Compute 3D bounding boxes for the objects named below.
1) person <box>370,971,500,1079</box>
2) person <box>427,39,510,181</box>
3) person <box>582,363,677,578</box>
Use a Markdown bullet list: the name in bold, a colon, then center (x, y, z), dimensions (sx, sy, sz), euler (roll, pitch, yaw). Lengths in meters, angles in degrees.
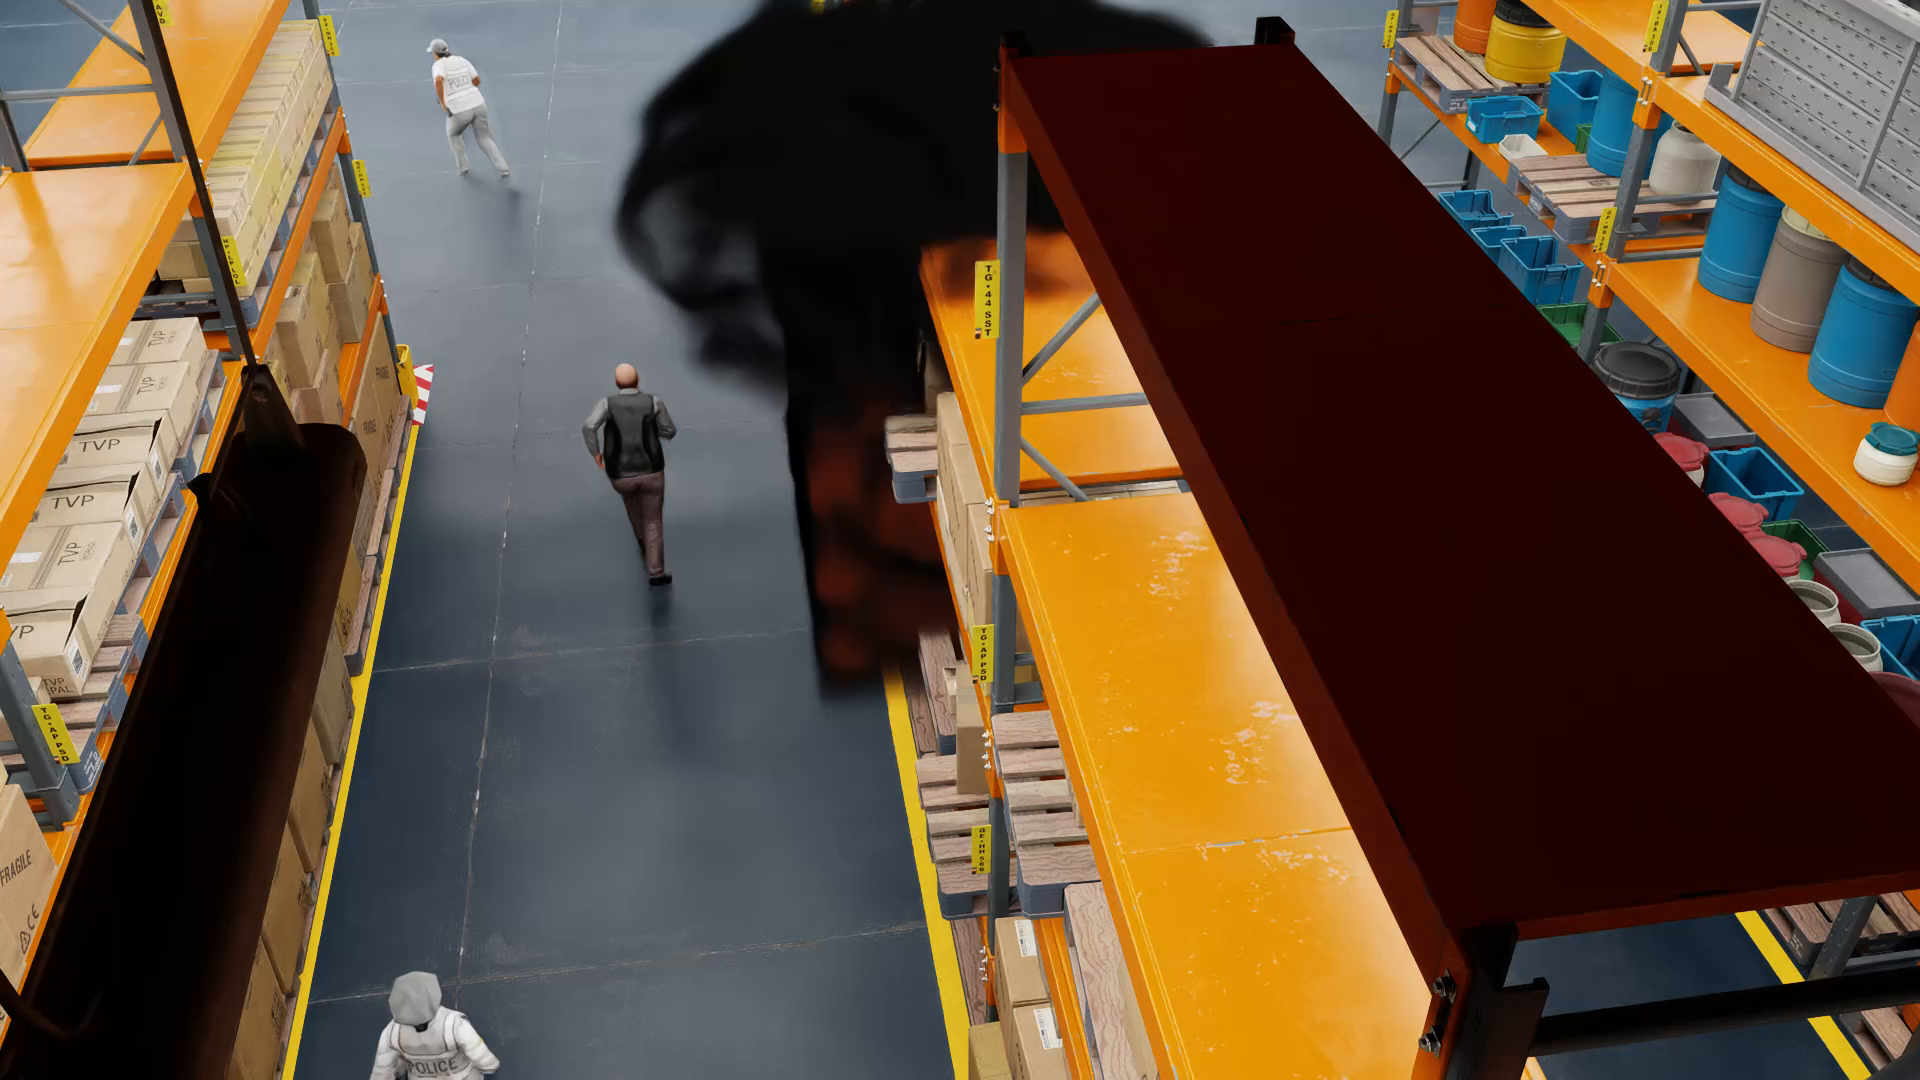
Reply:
- **person**: center (-2.575, 2.758, 8.325), dimensions (0.617, 1.662, 0.545), euler (-3, 36, -4)
- **person**: center (-5.496, -4.719, 18.597), dimensions (1.035, 1.627, 0.648), euler (25, 43, 30)
- **person**: center (-2.459, -0.491, 12.649), dimensions (0.694, 1.512, 0.970), euler (-8, 37, -11)
